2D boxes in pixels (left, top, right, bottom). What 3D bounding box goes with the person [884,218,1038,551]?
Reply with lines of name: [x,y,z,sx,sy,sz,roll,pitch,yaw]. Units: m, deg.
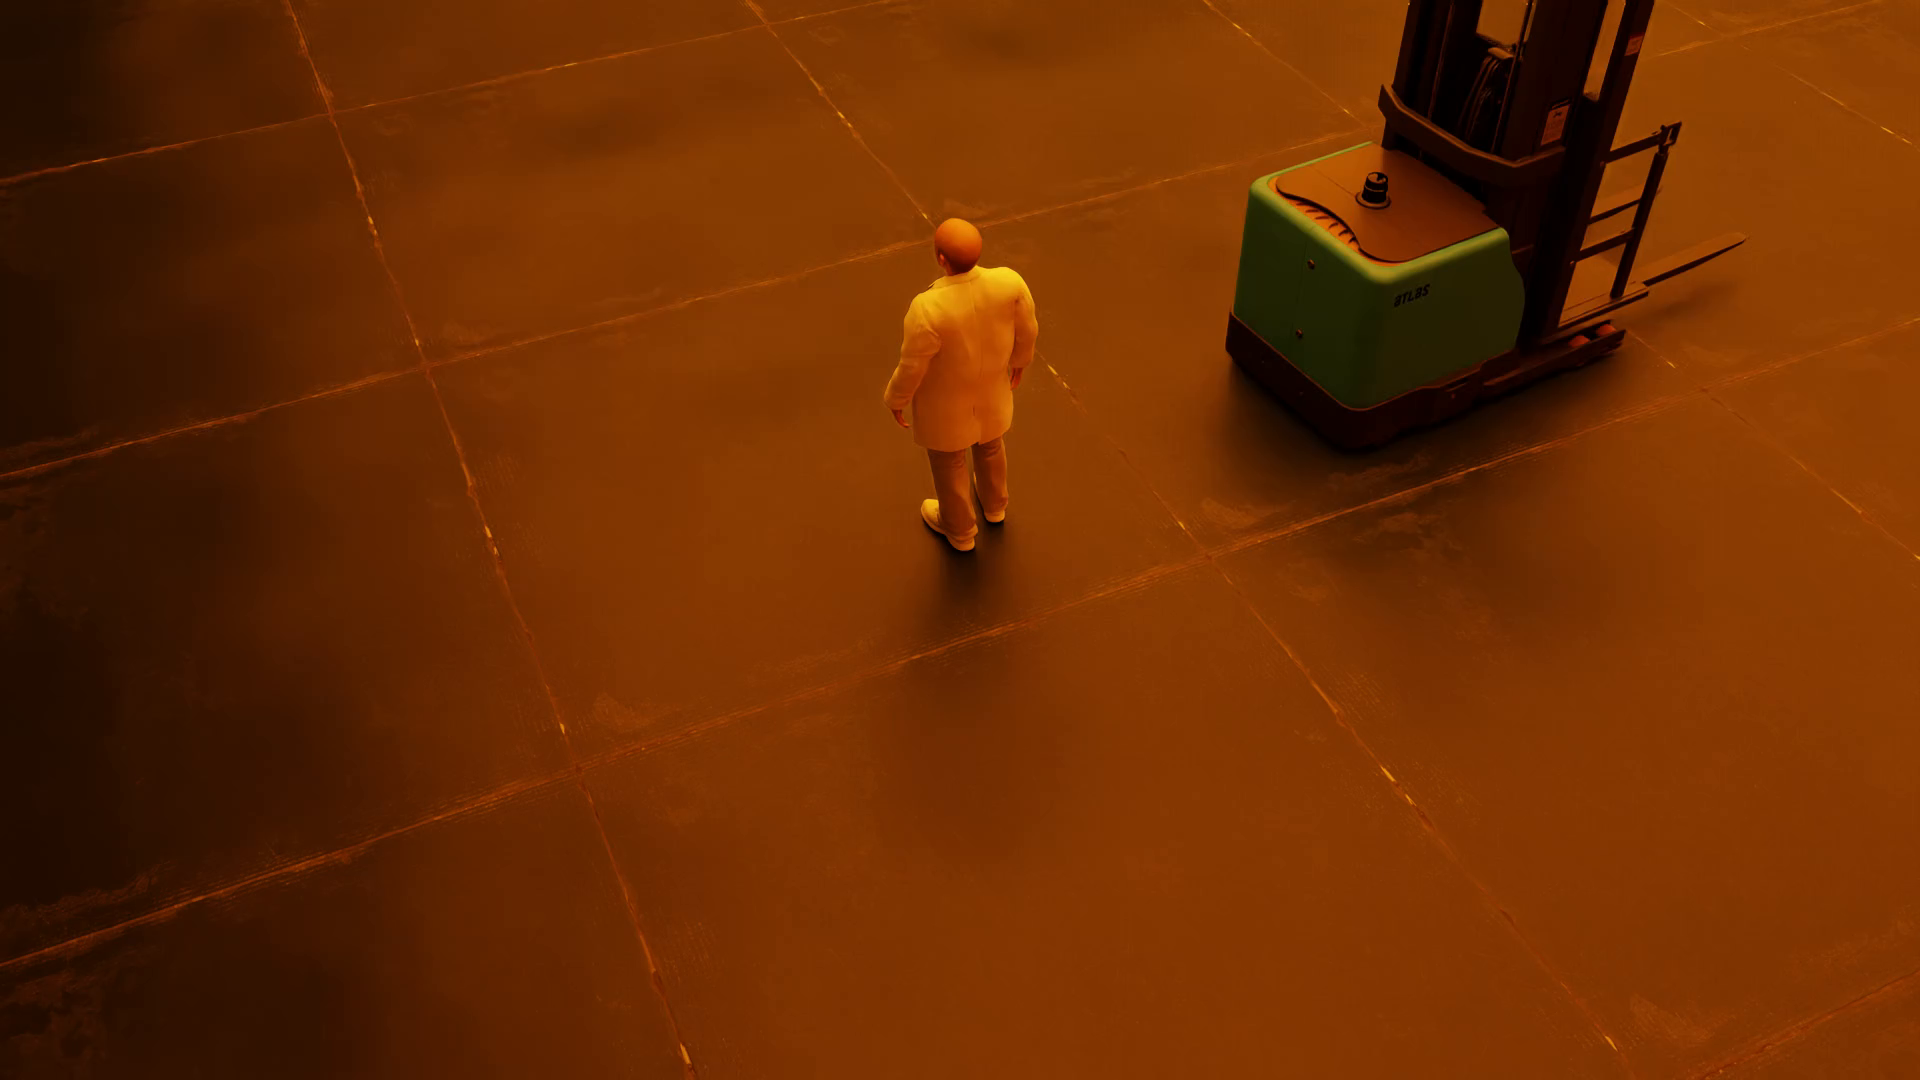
person: [-0.033,-0.712,7.279,0.696,1.775,0.581,-18,46,-18]

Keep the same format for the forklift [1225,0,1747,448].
forklift: [2.938,-2.276,8.119,3.031,2.935,1.130,-22,47,-22]
